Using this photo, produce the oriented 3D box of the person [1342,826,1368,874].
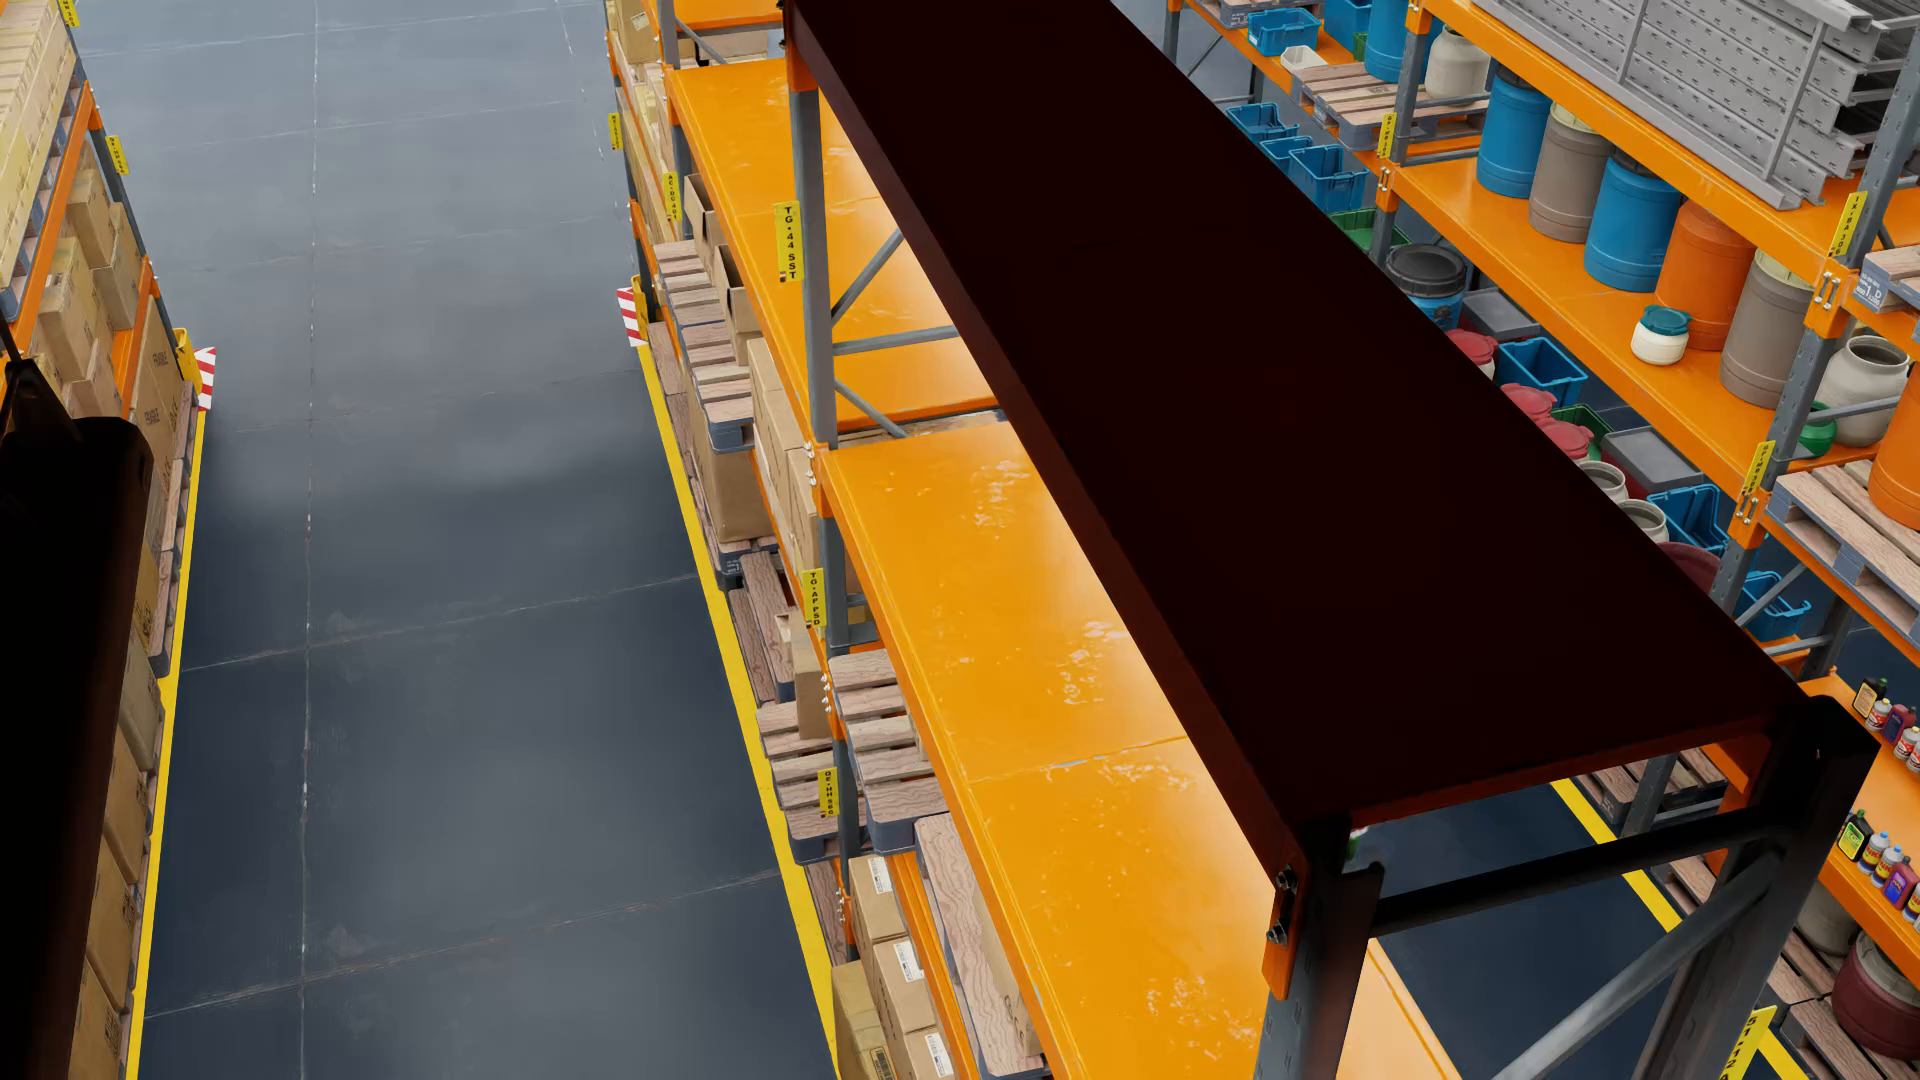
[{"bbox_3d":[2.129,1.608,9.445,0.666,1.684,0.628,-7,39,-9],"label":"person"}]
